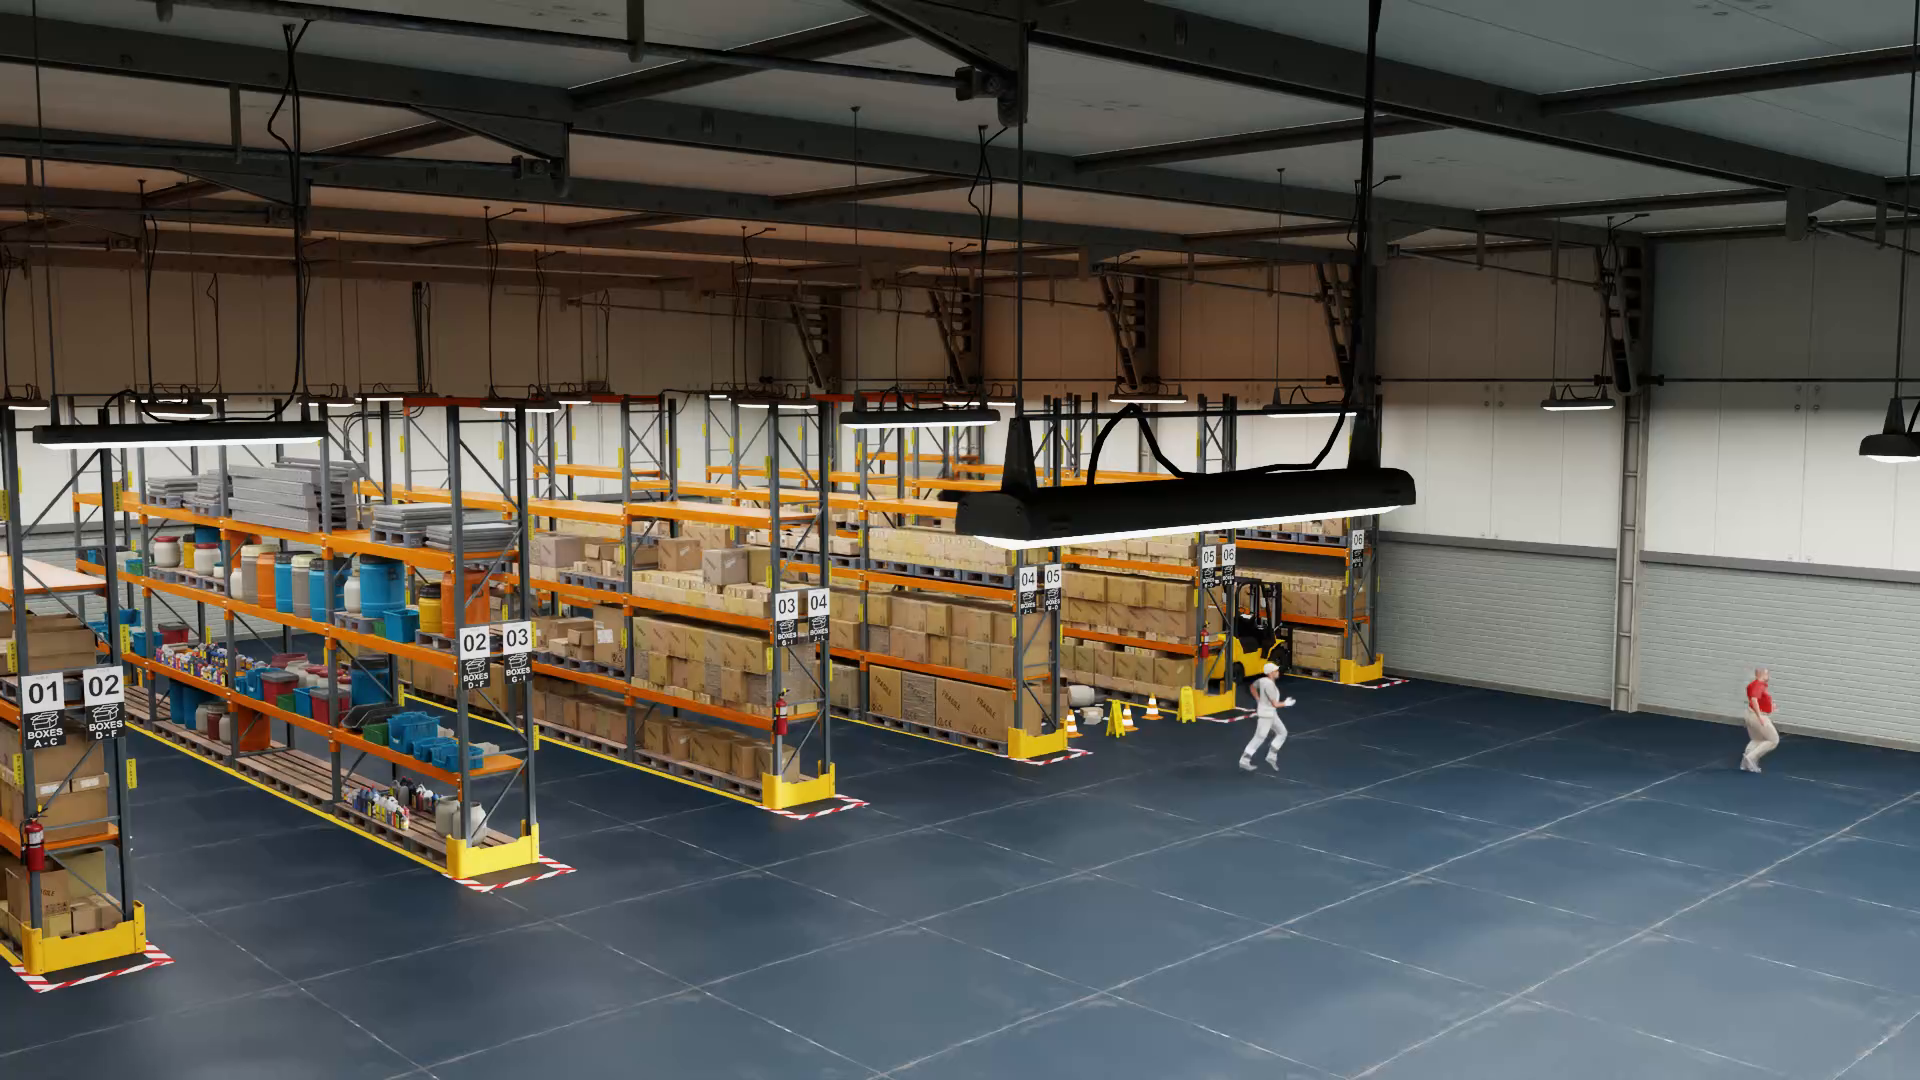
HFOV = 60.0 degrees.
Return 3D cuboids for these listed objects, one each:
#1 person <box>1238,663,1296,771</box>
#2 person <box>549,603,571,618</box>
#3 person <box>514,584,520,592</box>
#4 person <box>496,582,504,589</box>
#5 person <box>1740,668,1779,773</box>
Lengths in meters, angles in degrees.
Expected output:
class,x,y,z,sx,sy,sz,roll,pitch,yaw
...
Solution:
class,x,y,z,sx,sy,sz,roll,pitch,yaw
person,4.938,2.853,26.765,0.892,1.793,0.673,1,6,6
person,-9.883,1.478,41.072,0.914,1.777,0.698,0,6,0
person,-10.033,1.816,37.642,0.670,1.807,0.854,-4,7,-34
person,-10.587,1.805,38.193,0.582,1.665,0.860,-2,6,-22
person,12.930,2.895,26.810,0.605,1.694,0.668,0,6,5
